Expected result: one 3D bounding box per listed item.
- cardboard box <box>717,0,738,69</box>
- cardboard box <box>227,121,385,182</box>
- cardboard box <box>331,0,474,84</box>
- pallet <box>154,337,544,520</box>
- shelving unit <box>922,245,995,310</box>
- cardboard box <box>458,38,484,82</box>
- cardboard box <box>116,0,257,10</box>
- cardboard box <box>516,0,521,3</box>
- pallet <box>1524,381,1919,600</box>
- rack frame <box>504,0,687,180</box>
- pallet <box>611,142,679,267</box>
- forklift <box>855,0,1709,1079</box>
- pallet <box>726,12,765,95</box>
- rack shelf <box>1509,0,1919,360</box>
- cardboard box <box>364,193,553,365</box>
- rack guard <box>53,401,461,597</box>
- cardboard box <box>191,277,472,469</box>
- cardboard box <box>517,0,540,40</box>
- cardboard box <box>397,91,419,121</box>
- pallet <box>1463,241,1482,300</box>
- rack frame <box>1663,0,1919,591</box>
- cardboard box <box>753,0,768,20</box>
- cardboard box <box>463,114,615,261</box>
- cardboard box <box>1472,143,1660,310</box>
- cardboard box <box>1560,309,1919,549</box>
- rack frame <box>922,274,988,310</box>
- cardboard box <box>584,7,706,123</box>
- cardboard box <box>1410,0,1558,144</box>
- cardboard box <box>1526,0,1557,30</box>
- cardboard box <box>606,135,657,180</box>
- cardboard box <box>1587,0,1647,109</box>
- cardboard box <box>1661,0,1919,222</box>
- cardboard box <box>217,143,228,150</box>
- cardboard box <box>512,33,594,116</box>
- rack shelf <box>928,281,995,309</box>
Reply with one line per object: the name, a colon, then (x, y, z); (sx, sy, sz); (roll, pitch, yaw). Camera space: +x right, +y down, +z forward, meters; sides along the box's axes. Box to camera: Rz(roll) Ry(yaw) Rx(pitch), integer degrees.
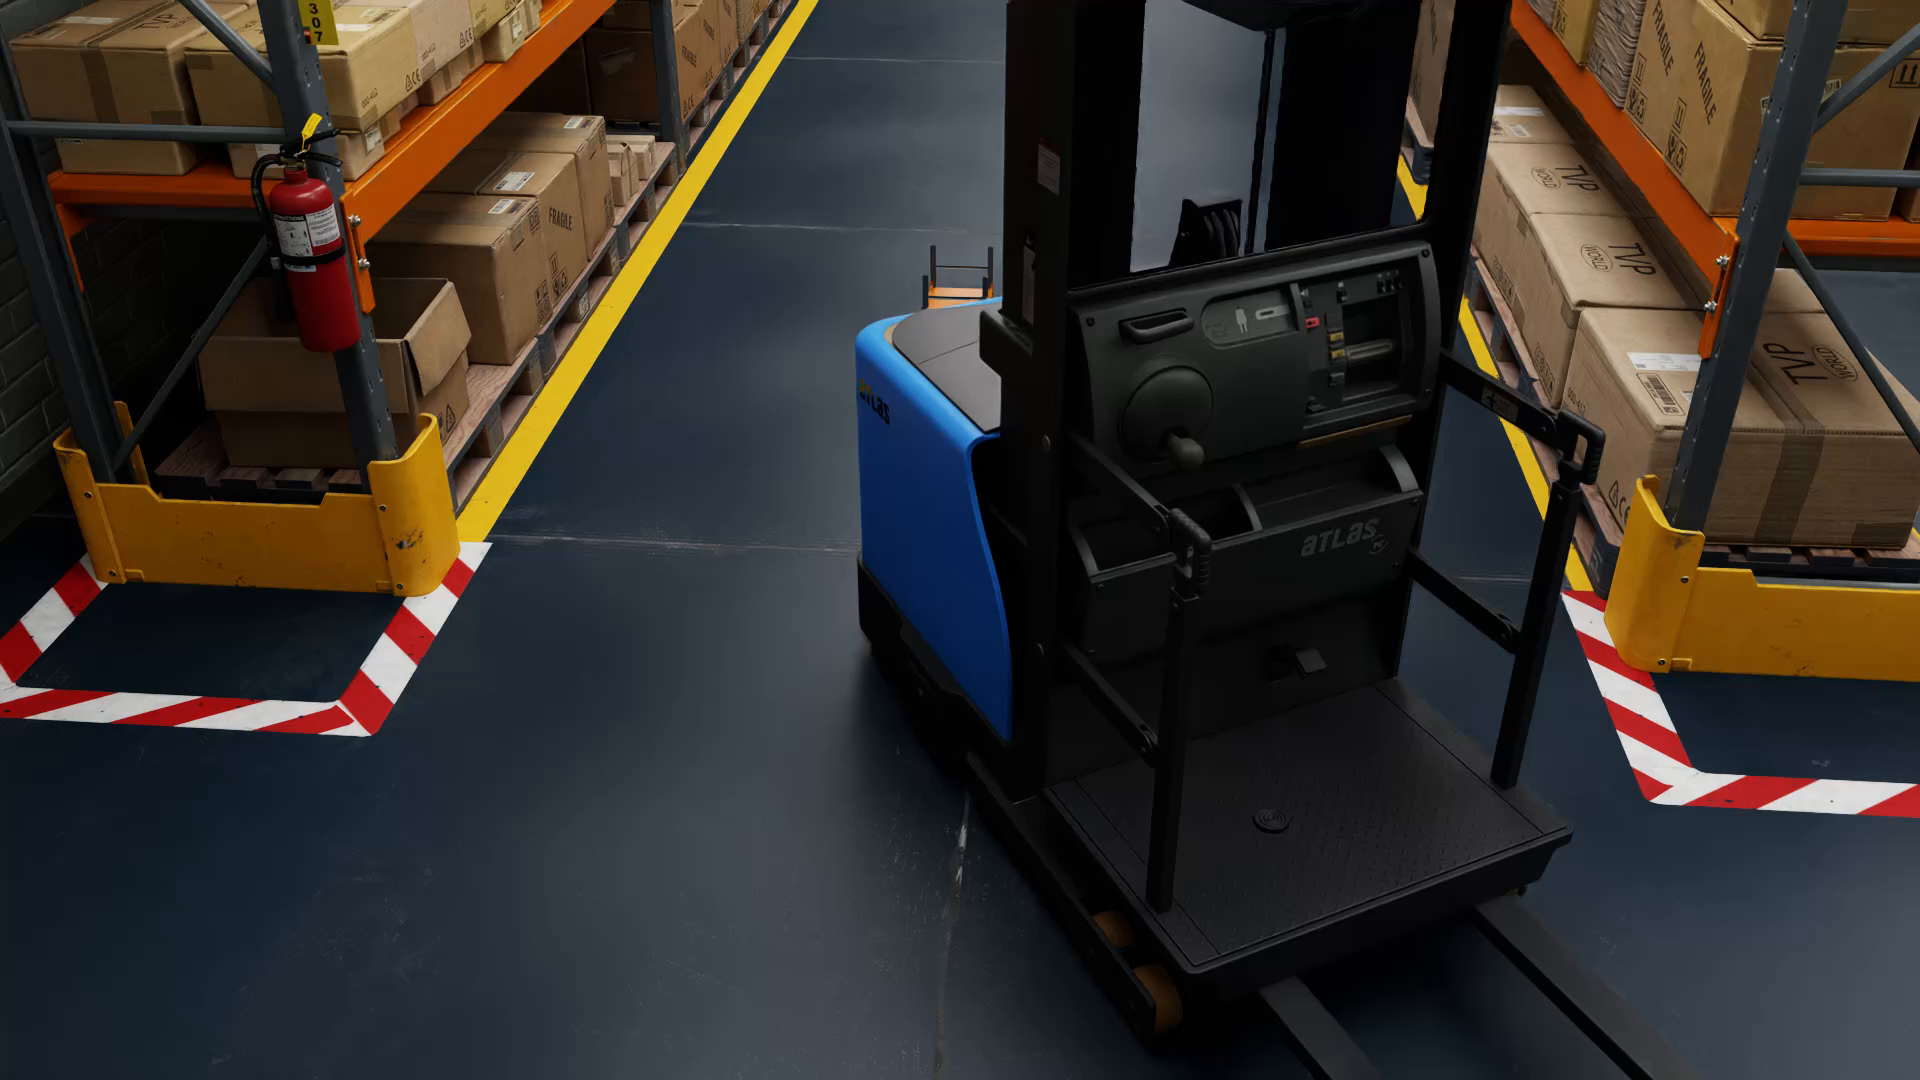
cardboard box: (-1.638, -3.152, 9.988); (0.500, 0.500, 0.500); (2, 32, 3)
cardboard box: (-2.006, -1.216, 5.103); (0.380, 0.149, 0.250); (2, 32, 4)
cardboard box: (-1.959, -1.715, 5.533); (0.500, 0.250, 0.500); (3, 32, 5)
pallet: (-2.236, -0.432, 6.250); (1.003, 0.211, 1.213); (2, 32, 4)
shelving unit: (-0.004, -0.419, 5.429); (0.215, 1.050, 0.252); (2, 32, 4)
cardboard box: (-1.947, -1.758, 5.984); (0.380, 0.149, 0.250); (3, 32, 5)
cardboard box: (-2.490, -1.747, 5.585); (0.500, 0.250, 0.500); (3, 32, 4)
cardboard box: (-1.901, -2.248, 6.399); (0.500, 0.250, 0.500); (2, 32, 3)
pallet: (2.629, -0.187, 5.852); (1.003, 0.211, 1.213); (2, 32, 4)
rack frame: (-1.980, -3.254, 8.171); (1.000, 3.000, 0.127); (2, 32, 4)
pallet: (-2.037, -1.708, 8.320); (1.003, 0.211, 1.213); (2, 32, 4)
forklift: (0.776, -0.359, 3.538); (1.130, 2.935, 3.031); (-14, 34, -21)
pallet: (-1.855, -3.134, 10.634); (1.003, 0.211, 1.213); (2, 32, 4)
rack shelf: (2.805, -1.692, 6.322); (1.077, 0.370, 4.000); (2, 32, 4)
cardboard box: (-2.053, -1.038, 6.558); (0.700, 0.500, 0.500); (4, 32, 6)
rack guard: (-2.300, -0.138, 5.498); (1.175, 0.500, 0.348); (2, 32, 4)
cardboard box: (-2.161, -0.594, 5.835); (0.797, 0.503, 0.637); (1, 32, 2)
cardboard box: (-1.850, -2.026, 6.418); (0.380, 0.149, 0.250); (3, 32, 5)
cardboard box: (-2.044, -1.490, 5.548); (0.380, 0.149, 0.250); (2, 32, 3)
pallet: (2.828, -1.463, 7.922); (1.003, 0.211, 1.213); (2, 32, 4)
rack frame: (2.642, -0.953, 4.437); (1.000, 3.000, 0.127); (2, 32, 4)
cardboard box: (-1.566, -3.695, 10.869); (0.500, 0.500, 0.500); (4, 32, 6)
cardboard box: (-1.969, -1.581, 7.439); (0.700, 0.500, 0.500); (1, 32, 2)
cardboard box: (2.737, -1.340, 7.108); (0.875, 0.438, 0.875); (2, 32, 3)
cardboard box: (2.596, -0.390, 5.565); (0.875, 0.438, 0.875); (1, 32, 2)
rack frame: (-0.014, -0.355, 5.326); (0.200, 1.050, 0.008); (2, 32, 4)
cardboard box: (-1.716, -2.612, 9.112); (0.500, 0.500, 0.500); (4, 32, 6)
cardboard box: (2.938, -2.646, 8.809); (0.875, 0.875, 0.875); (3, 32, 6)
cardboard box: (2.576, -2.330, 6.576); (0.500, 0.500, 0.500); (3, 32, 4)
cardboard box: (-1.733, -1.915, 8.316); (0.380, 0.149, 0.250); (2, 32, 2)
cardboard box: (2.505, -1.790, 5.700); (0.500, 0.500, 0.500); (3, 32, 5)
cardboard box: (2.417, -1.259, 4.838); (0.500, 0.500, 0.500); (3, 32, 4)
cardboard box: (-2.464, -1.370, 5.354); (0.380, 0.149, 0.250); (3, 32, 5)
cardboard box: (-2.235, -2.638, 9.154); (0.500, 0.500, 0.500); (2, 32, 4)
rack shelf: (-0.004, -0.652, 5.286); (0.215, 0.259, 0.240); (2, 32, 4)
